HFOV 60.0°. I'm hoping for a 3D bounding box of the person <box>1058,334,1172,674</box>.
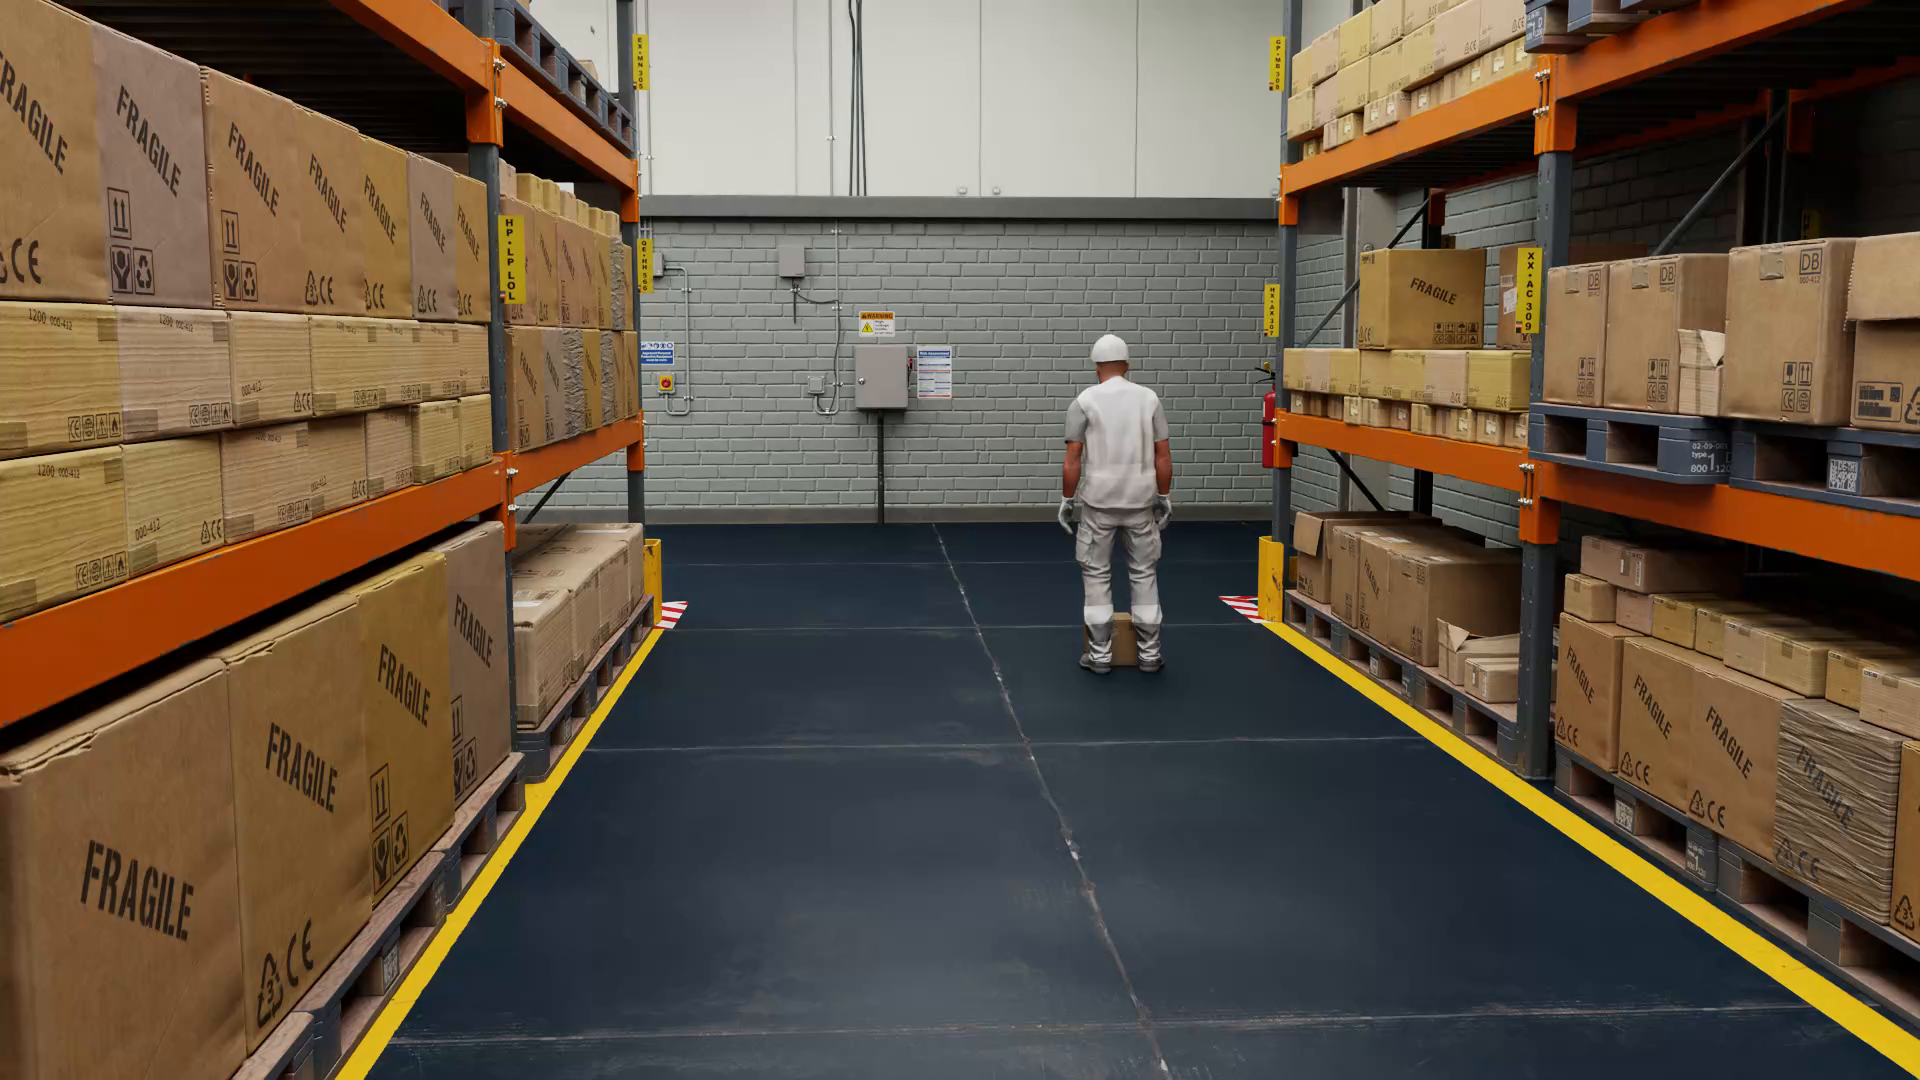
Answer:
[{"bbox_3d":[0.822,-0.190,8.776,0.619,1.779,0.450,-1,7,-7],"label":"person"}]
